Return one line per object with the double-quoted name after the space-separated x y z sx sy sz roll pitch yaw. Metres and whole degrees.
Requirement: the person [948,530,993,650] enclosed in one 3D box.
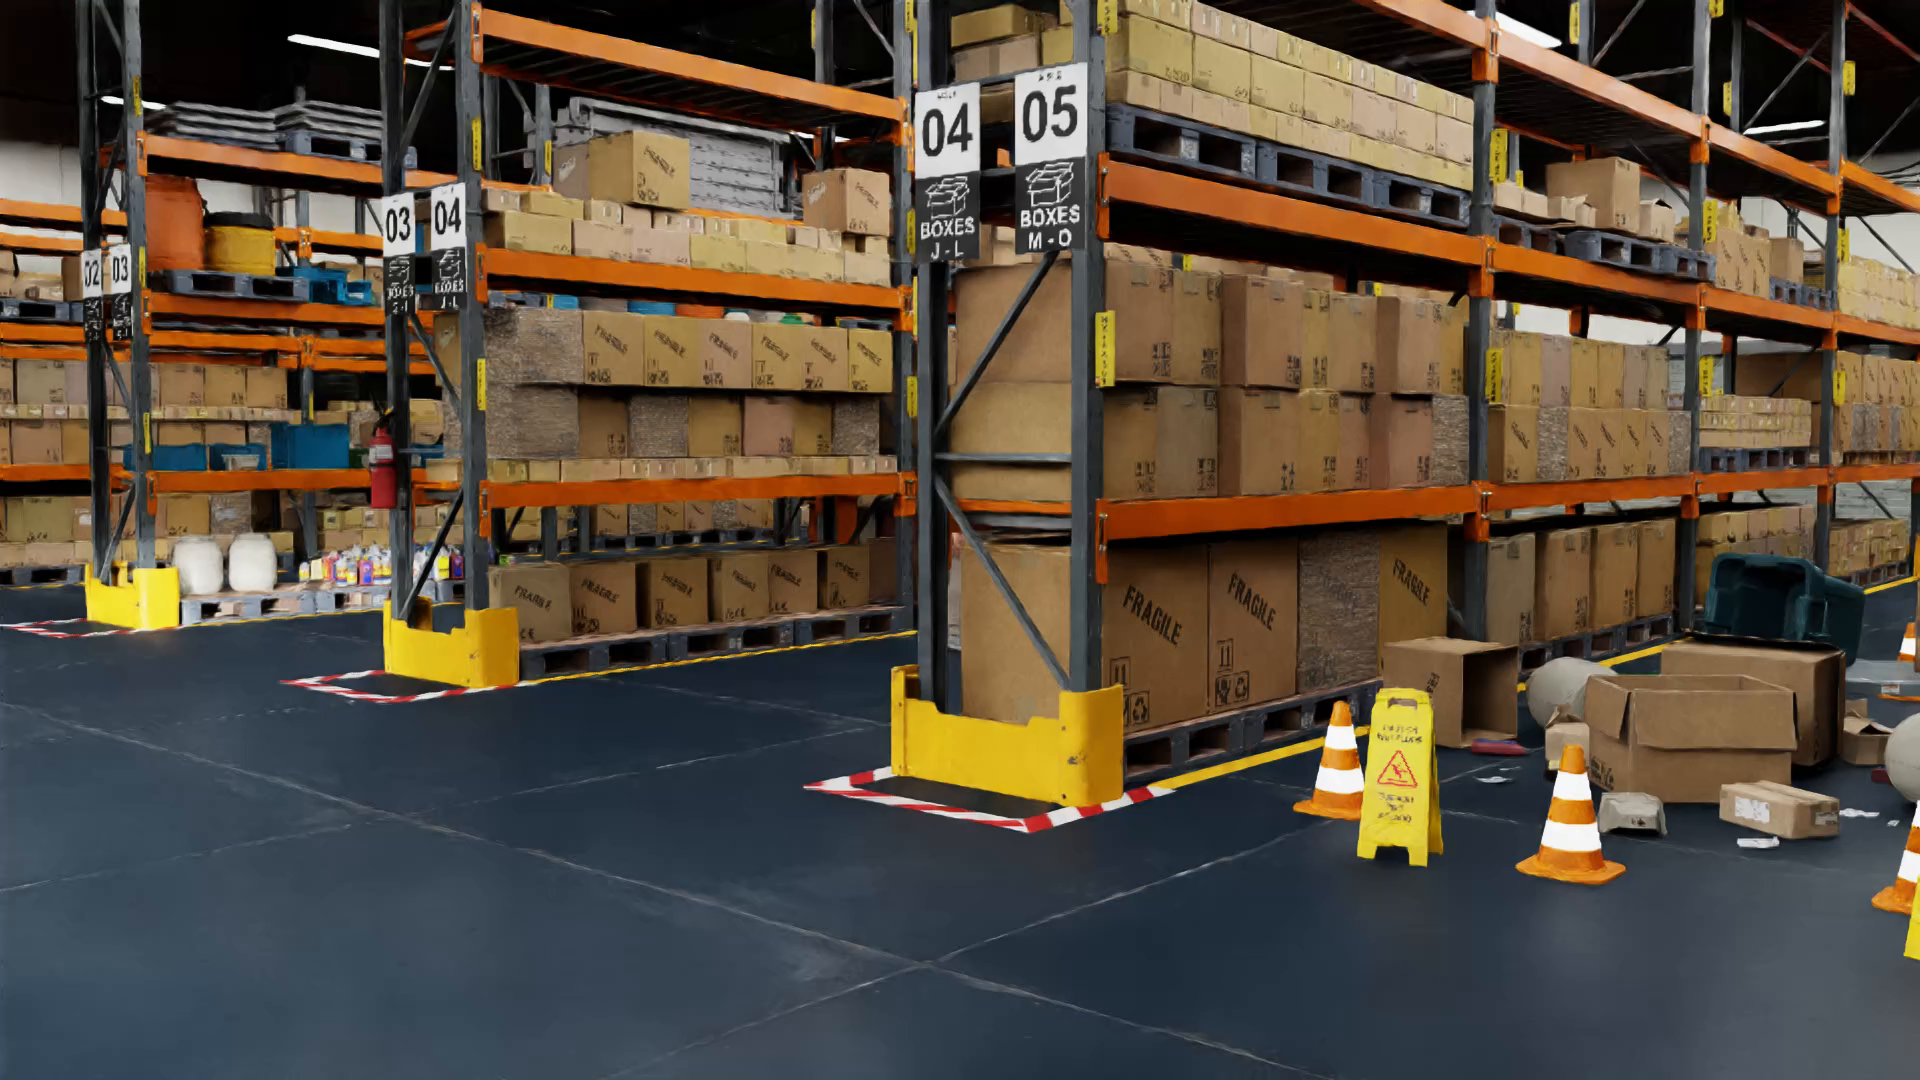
0.069 -0.034 12.637 0.522 1.698 0.682 2 4 31 "person"
